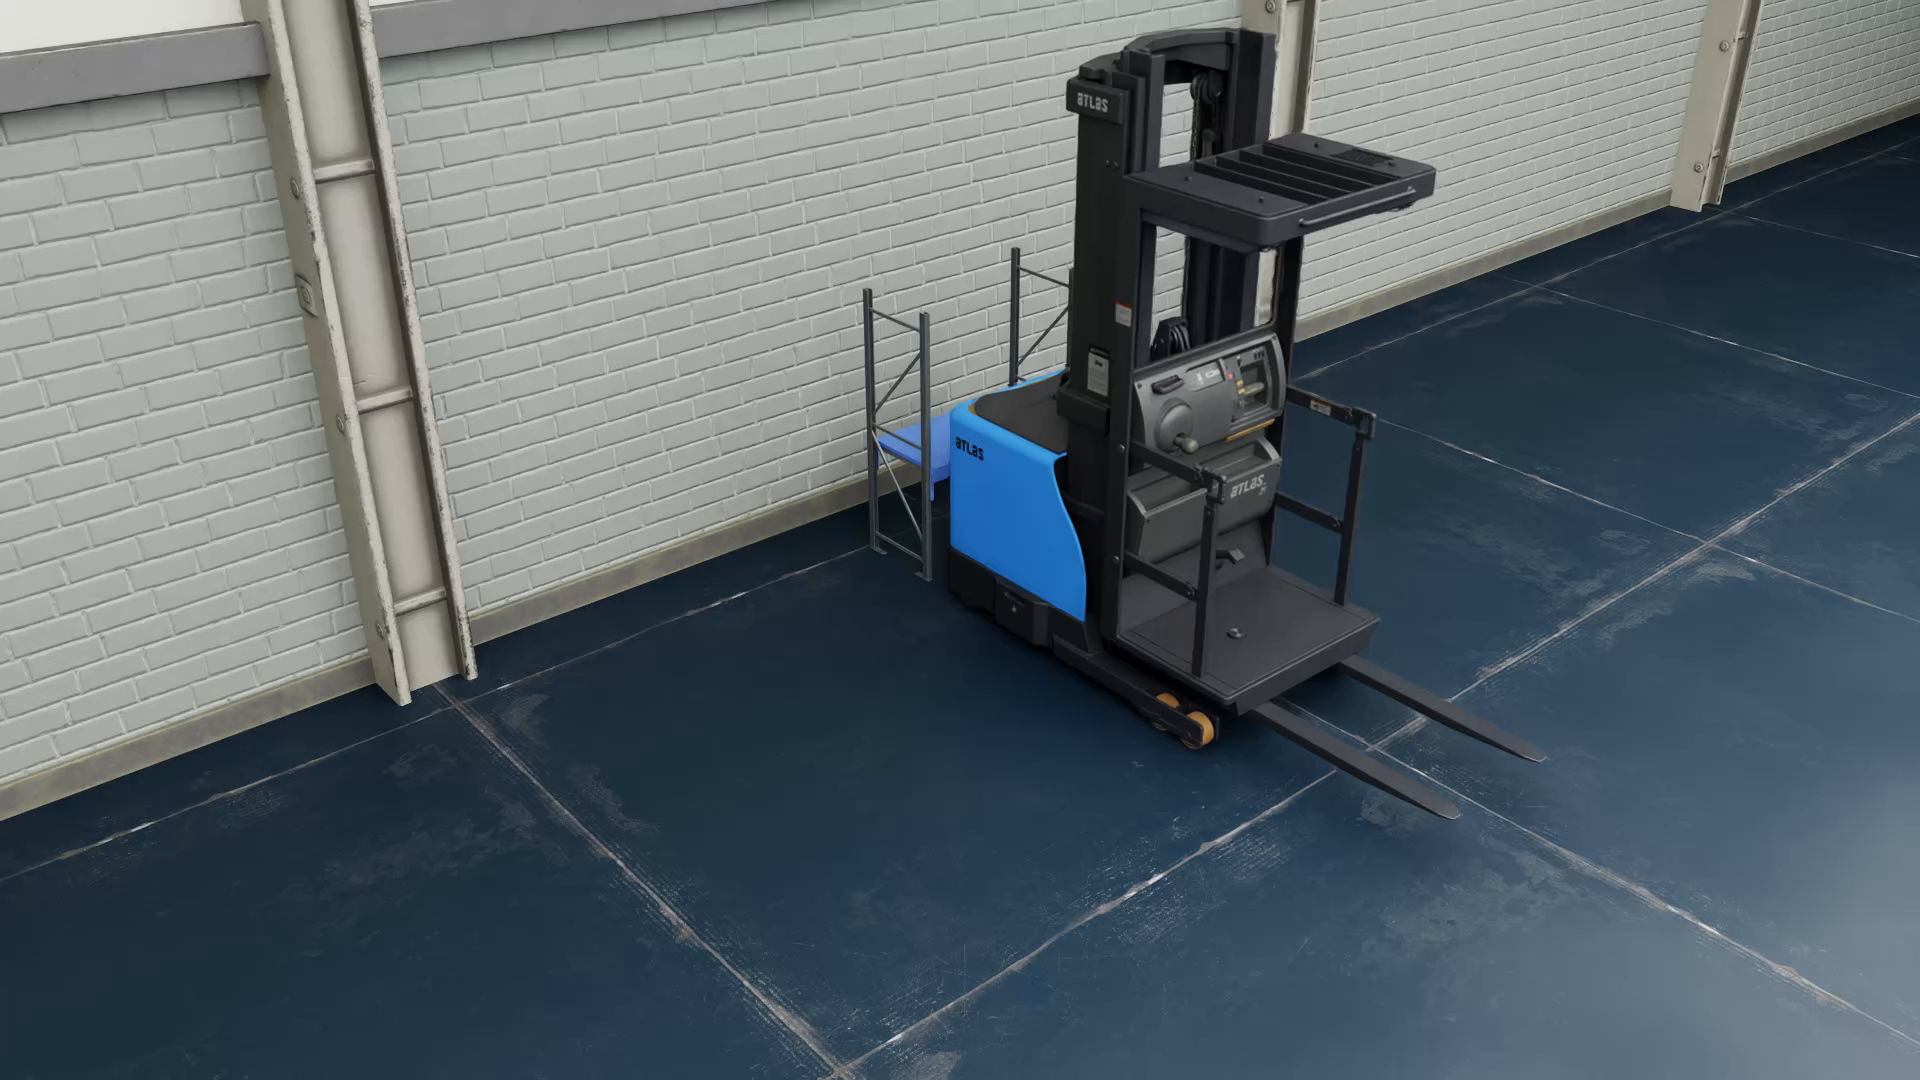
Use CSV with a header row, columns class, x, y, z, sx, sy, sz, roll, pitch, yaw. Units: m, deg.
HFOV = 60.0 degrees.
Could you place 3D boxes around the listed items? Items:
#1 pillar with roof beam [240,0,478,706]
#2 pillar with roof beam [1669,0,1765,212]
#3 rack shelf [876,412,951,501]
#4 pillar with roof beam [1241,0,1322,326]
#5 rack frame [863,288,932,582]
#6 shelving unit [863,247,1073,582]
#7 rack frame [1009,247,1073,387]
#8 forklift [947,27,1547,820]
class,x,y,z,sx,sy,sz,roll,pitch,yaw
pillar with roof beam,0.223,-1.762,2.999,0.400,9.000,9.100,-22,35,-35
pillar with roof beam,9.352,-5.433,9.868,0.400,9.000,9.100,-22,35,-35
rack shelf,0.065,-0.529,9.030,1.000,0.185,0.538,-22,35,-35
pillar with roof beam,4.787,-3.597,6.433,0.400,9.000,9.100,-22,35,-35
rack frame,-0.322,-0.532,8.654,0.032,1.500,0.500,-22,35,-35
shelving unit,0.065,-0.688,8.945,1.048,1.500,0.538,-22,35,-35
rack frame,0.452,-0.843,9.236,0.032,1.500,0.500,-22,35,-35
forklift,1.264,-0.620,7.301,1.130,2.935,3.031,-22,35,-35
